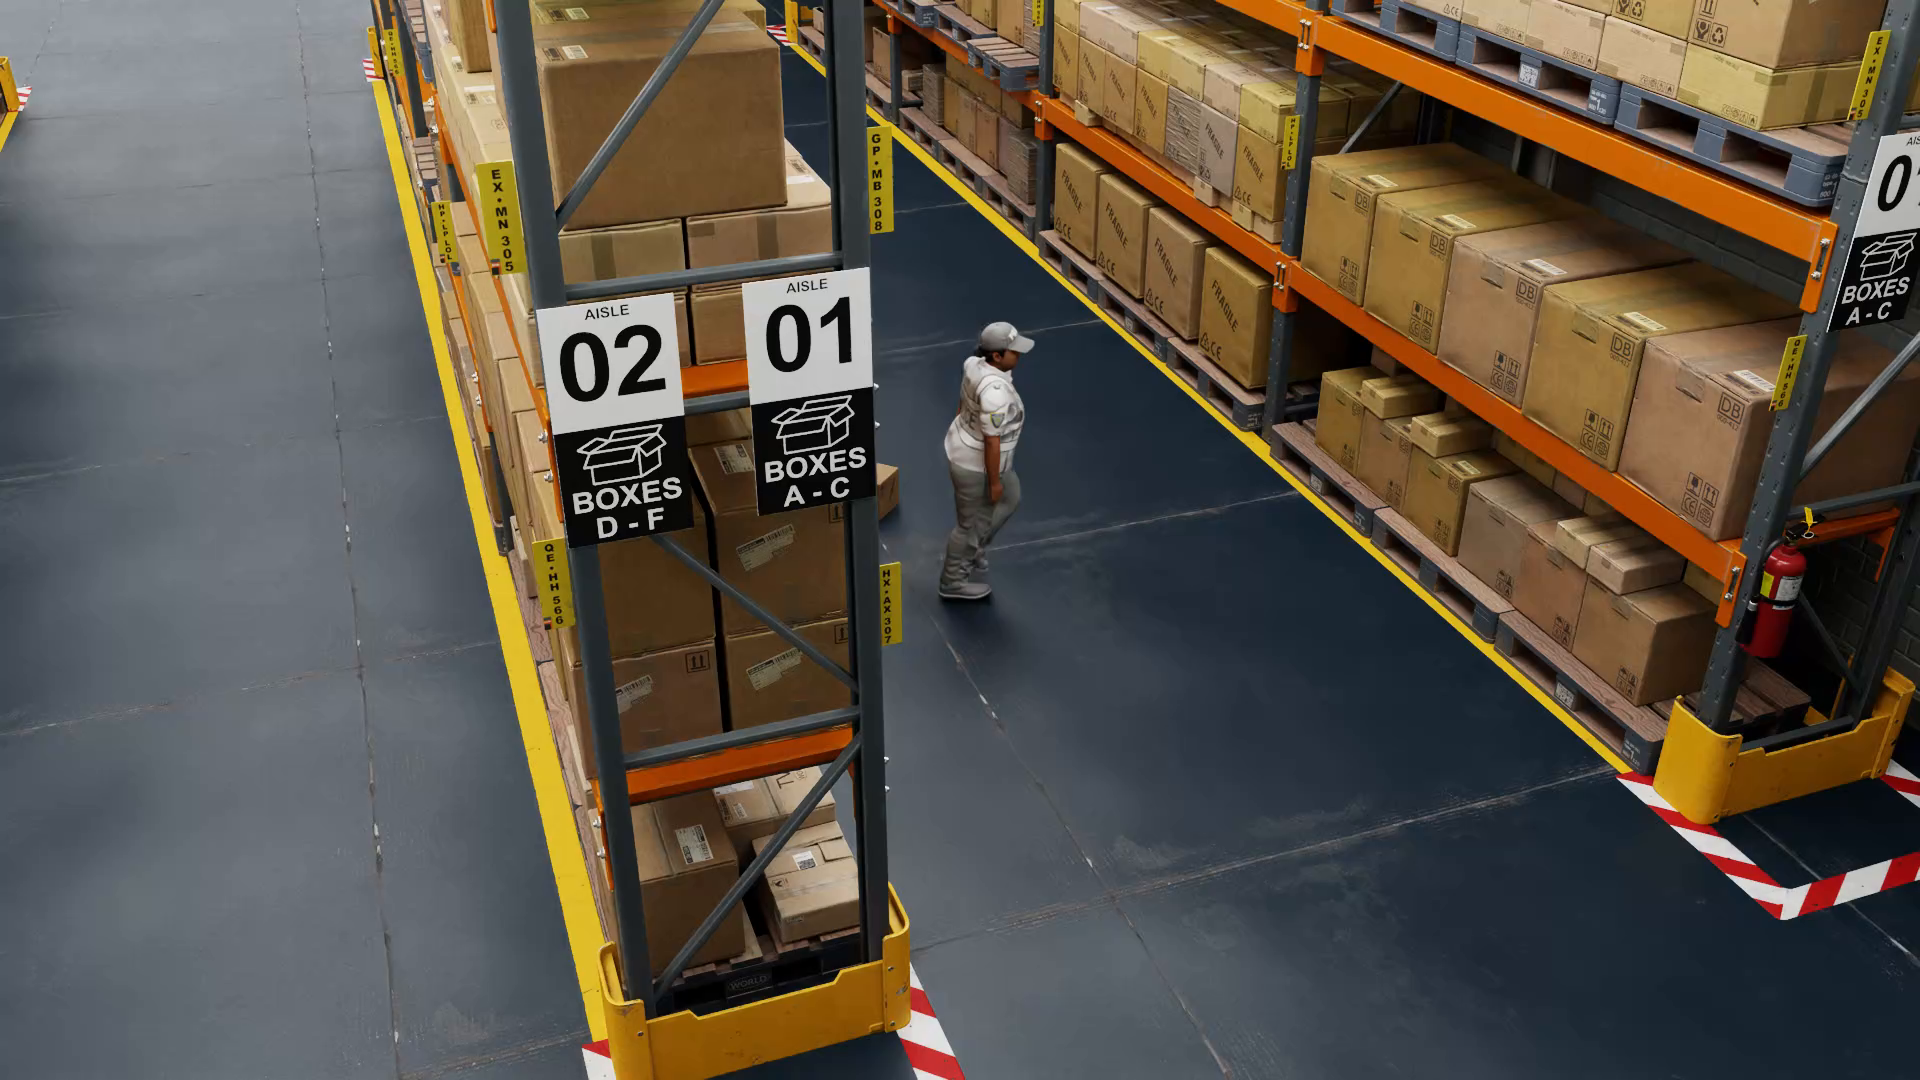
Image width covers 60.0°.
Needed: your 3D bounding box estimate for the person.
[{"bbox_3d":[0.127,-0.421,9.036,0.511,1.647,0.527,-4,30,-7],"label":"person"}]
